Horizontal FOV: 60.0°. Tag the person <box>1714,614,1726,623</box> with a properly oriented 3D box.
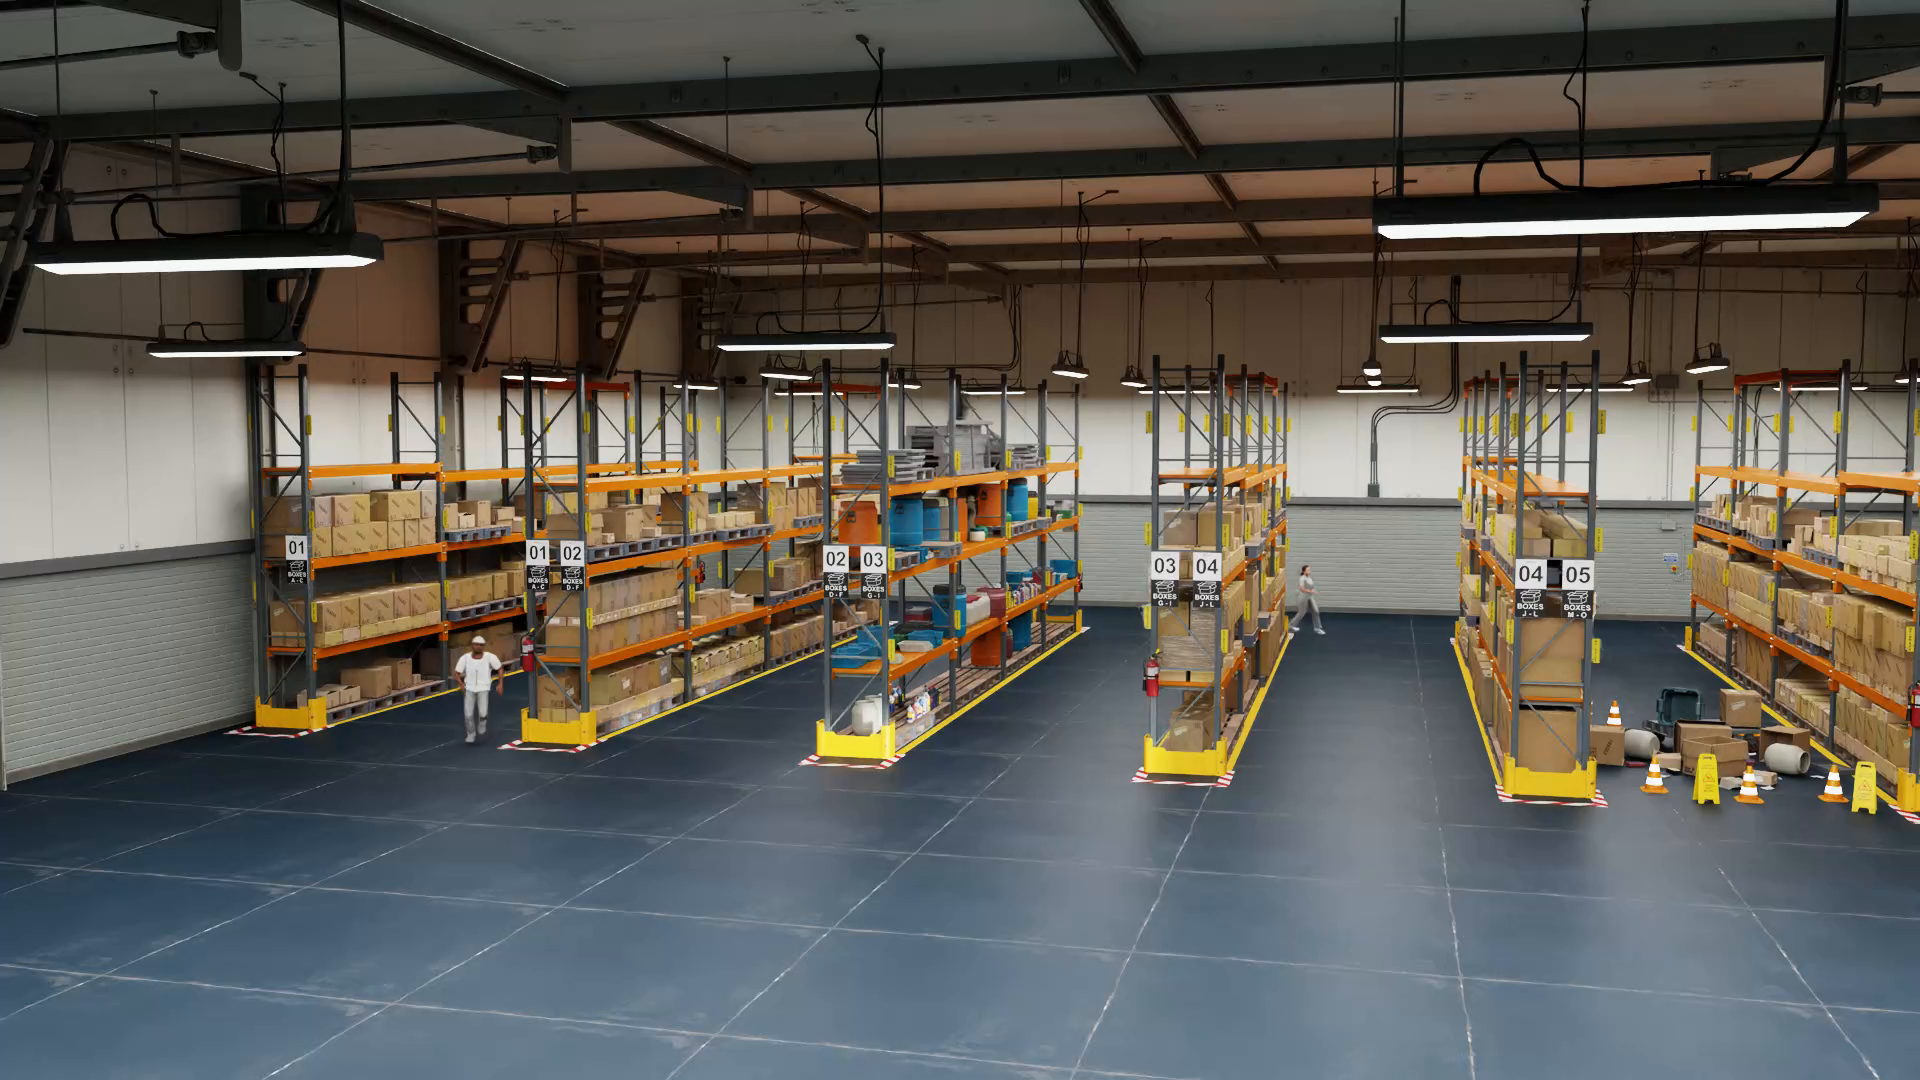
[{"bbox_3d":[17.447,1.535,37.789,0.786,1.744,0.742,3,5,34],"label":"person"}]

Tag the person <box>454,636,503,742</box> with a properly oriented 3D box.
[{"bbox_3d":[-7.574,2.343,26.154,0.747,1.683,0.567,-1,4,-12],"label":"person"}]

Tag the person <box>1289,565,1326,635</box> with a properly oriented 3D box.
[{"bbox_3d":[8.263,1.420,39.868,0.884,1.671,0.592,4,5,43],"label":"person"}]
